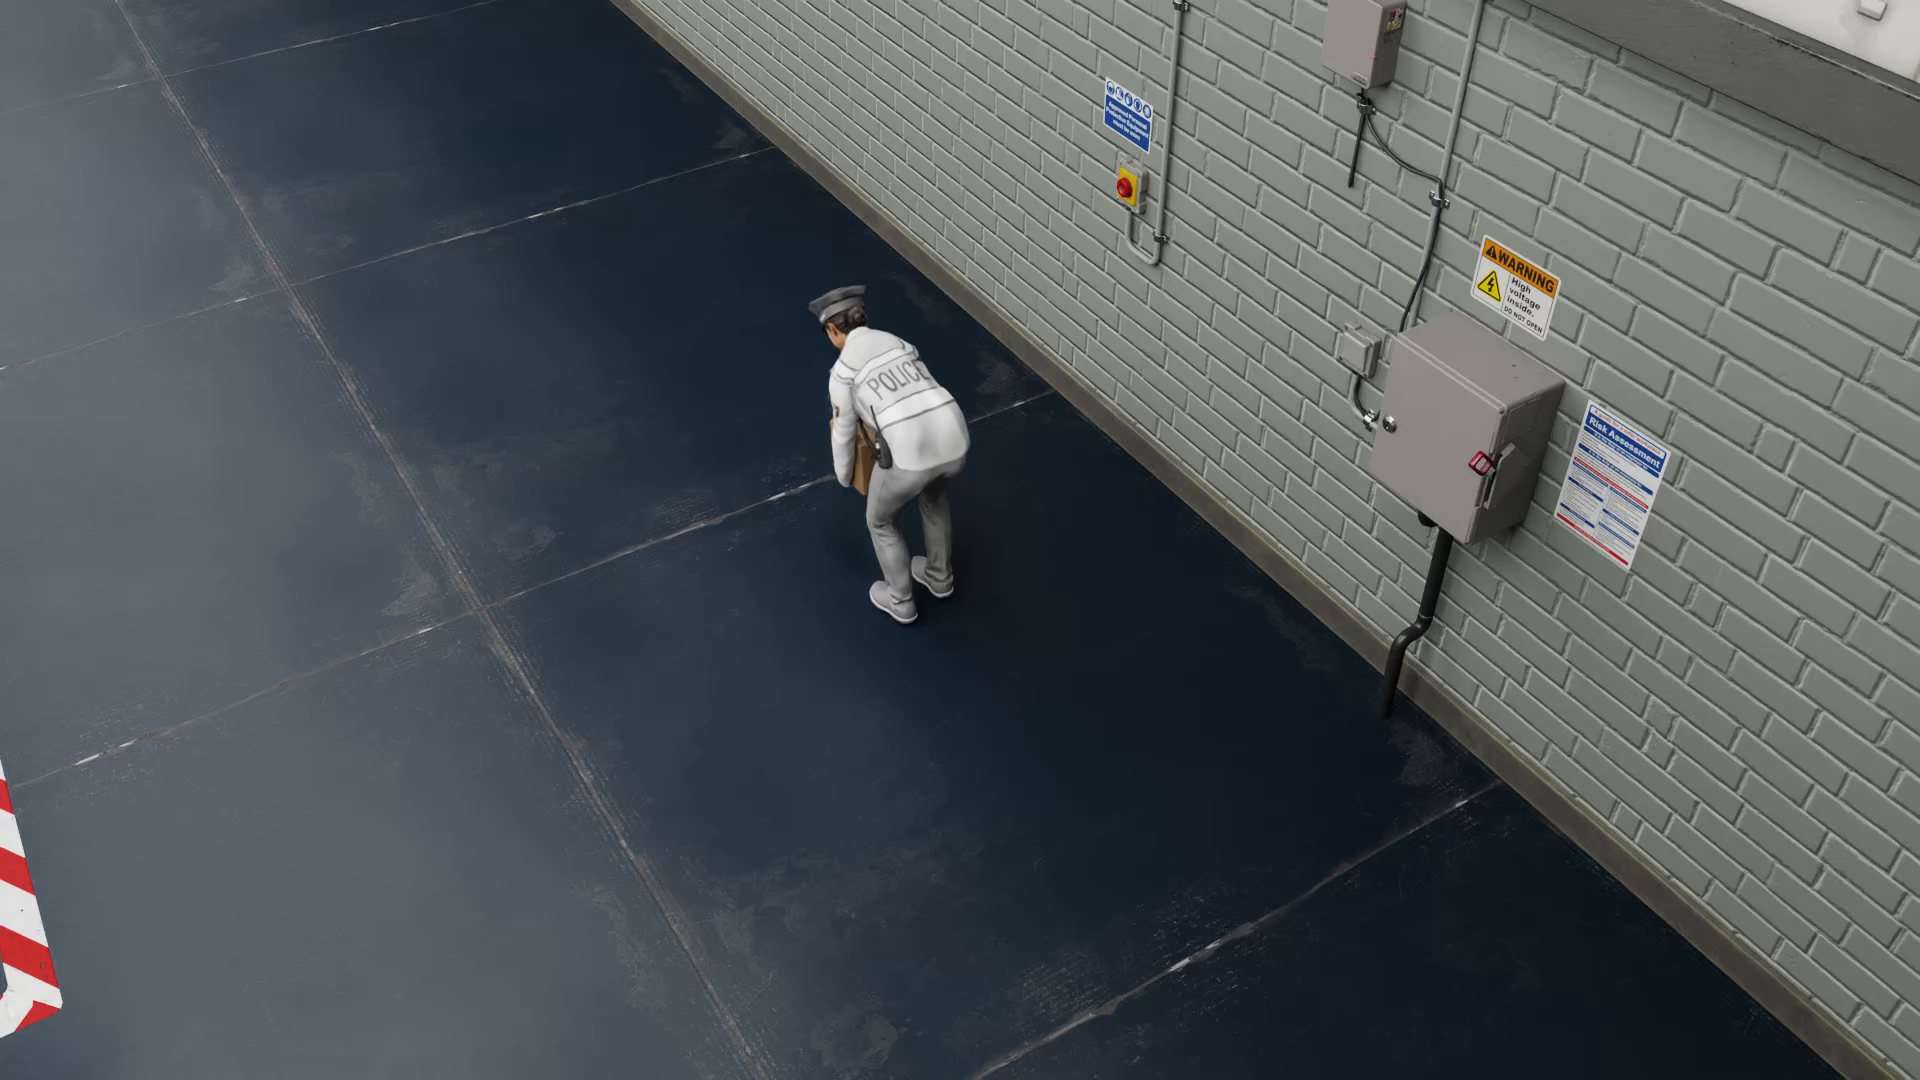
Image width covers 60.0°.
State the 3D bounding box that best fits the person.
[{"bbox_3d":[-0.309,-0.361,6.850,0.402,1.306,0.887,-24,46,-25],"label":"person"}]
